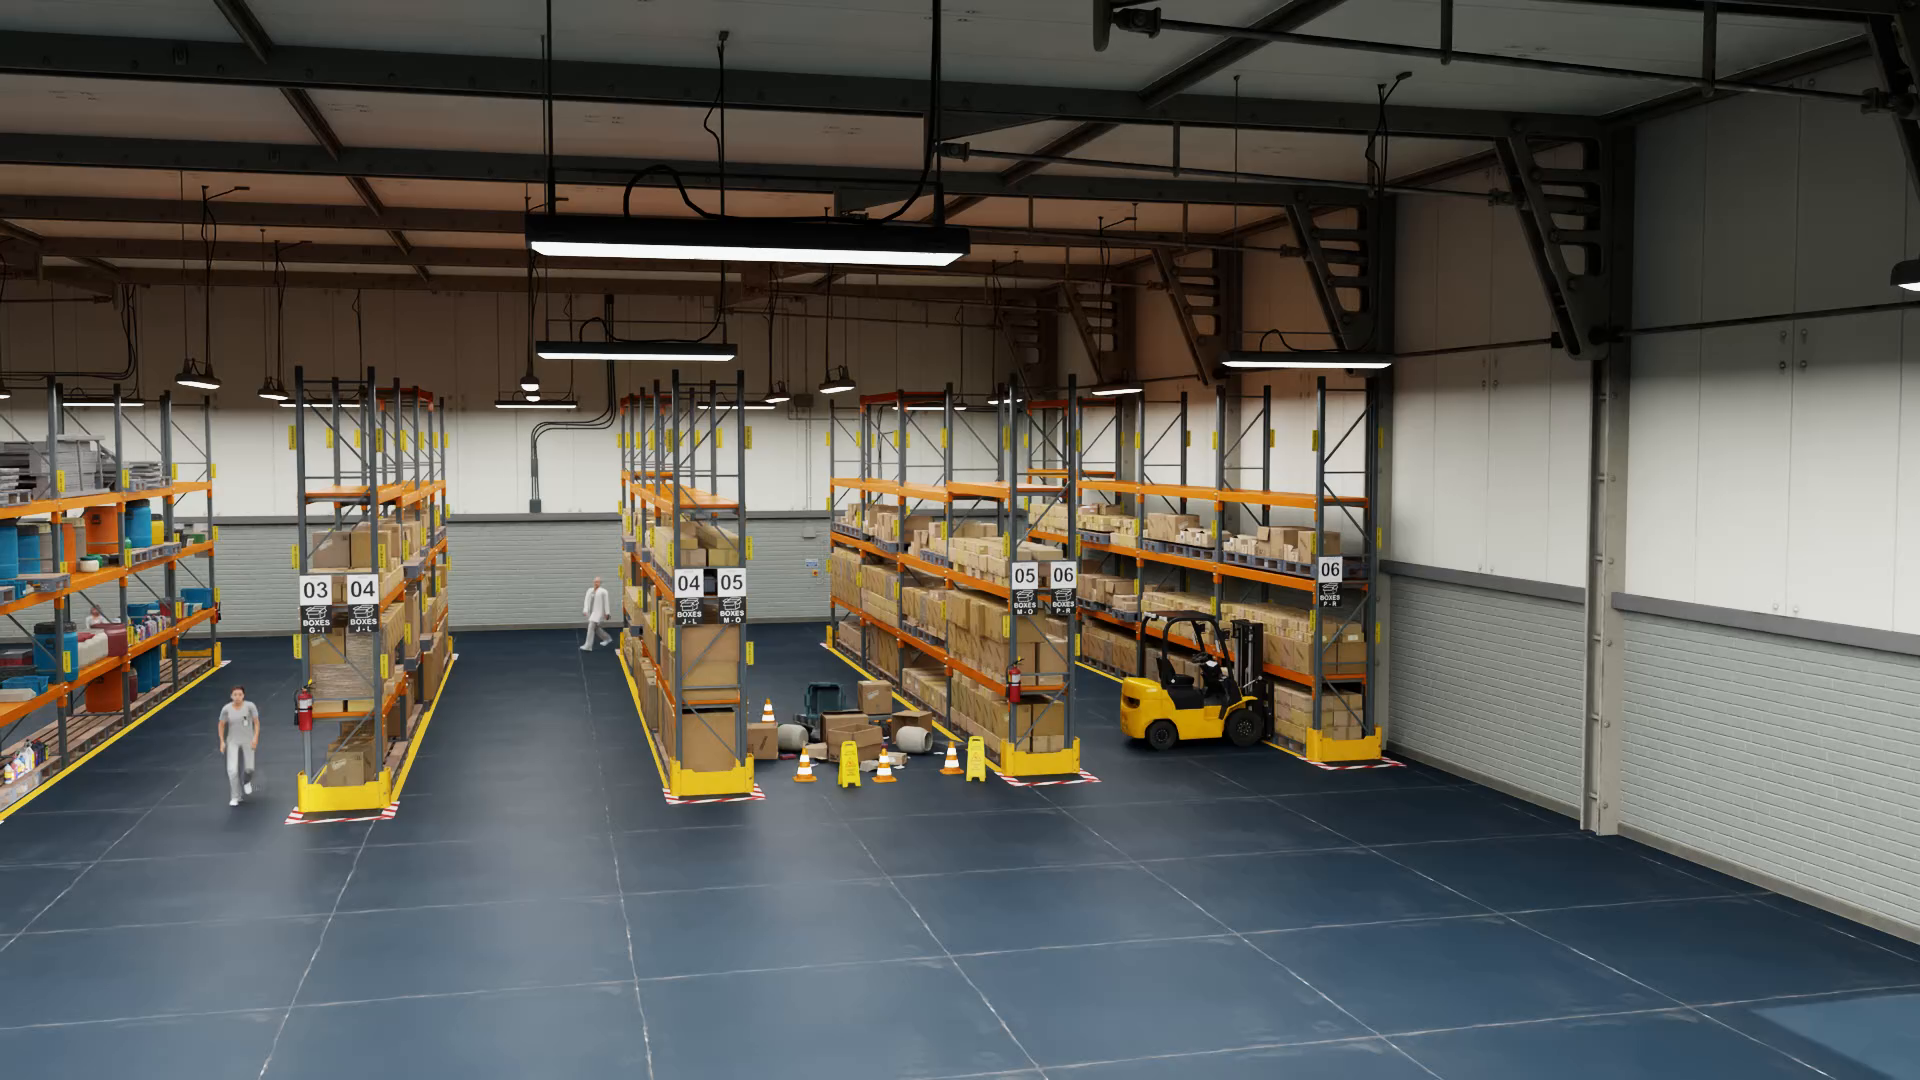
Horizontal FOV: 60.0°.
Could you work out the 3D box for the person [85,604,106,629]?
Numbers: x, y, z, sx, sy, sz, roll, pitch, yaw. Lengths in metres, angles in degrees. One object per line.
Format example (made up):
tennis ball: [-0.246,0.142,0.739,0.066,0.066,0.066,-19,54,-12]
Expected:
person: [-18.182,2.169,35.013,0.453,1.438,0.972,-1,4,-14]

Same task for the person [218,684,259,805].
person: [-9.999,2.809,23.079,0.523,1.654,0.640,-1,4,-20]

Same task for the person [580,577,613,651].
person: [-8.709,1.756,39.740,0.521,1.726,1.132,3,4,37]
